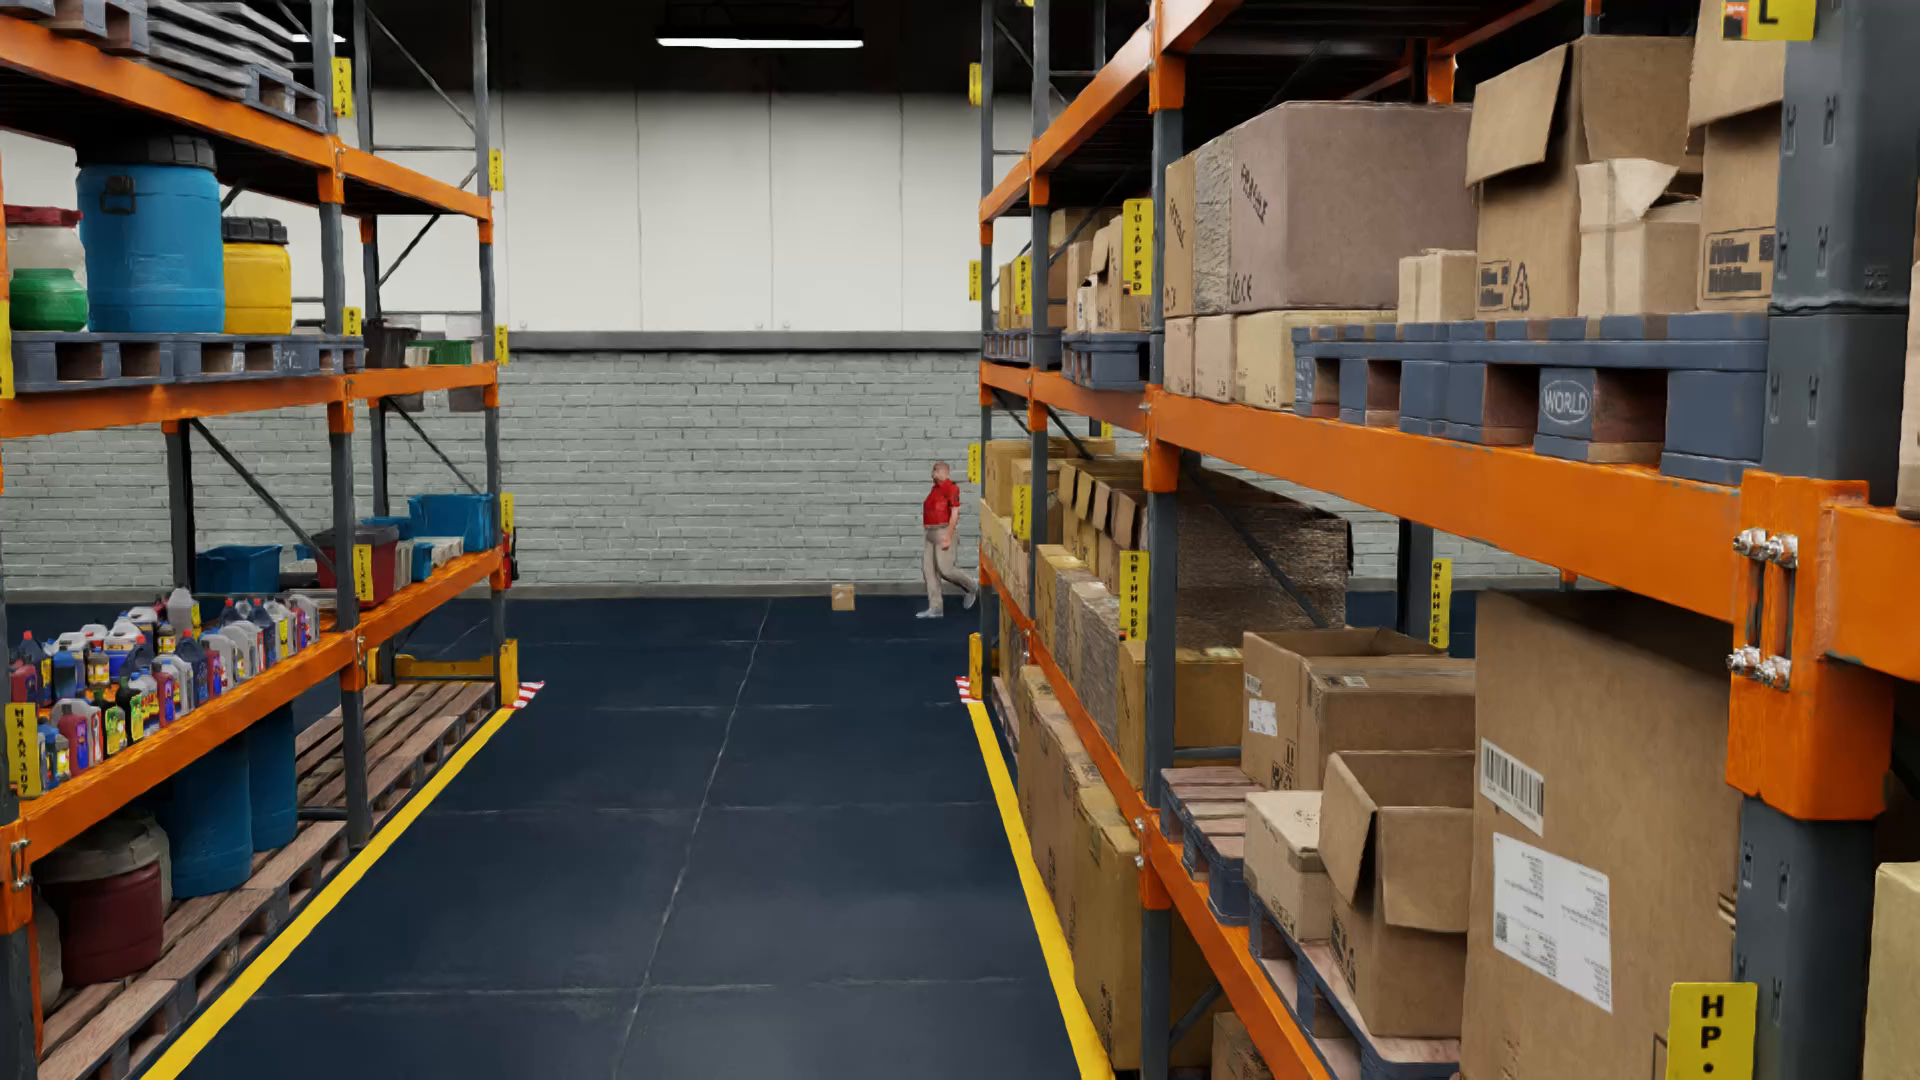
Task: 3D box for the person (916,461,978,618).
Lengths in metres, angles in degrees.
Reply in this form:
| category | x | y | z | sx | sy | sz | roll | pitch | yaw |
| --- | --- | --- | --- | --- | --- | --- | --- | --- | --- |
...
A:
| category | x | y | z | sx | sy | sz | roll | pitch | yaw |
| --- | --- | --- | --- | --- | --- | --- | --- | --- | --- |
| person | -0.196 | -0.022 | 18.185 | 0.774 | 1.672 | 0.609 | -4 | 8 | -31 |
